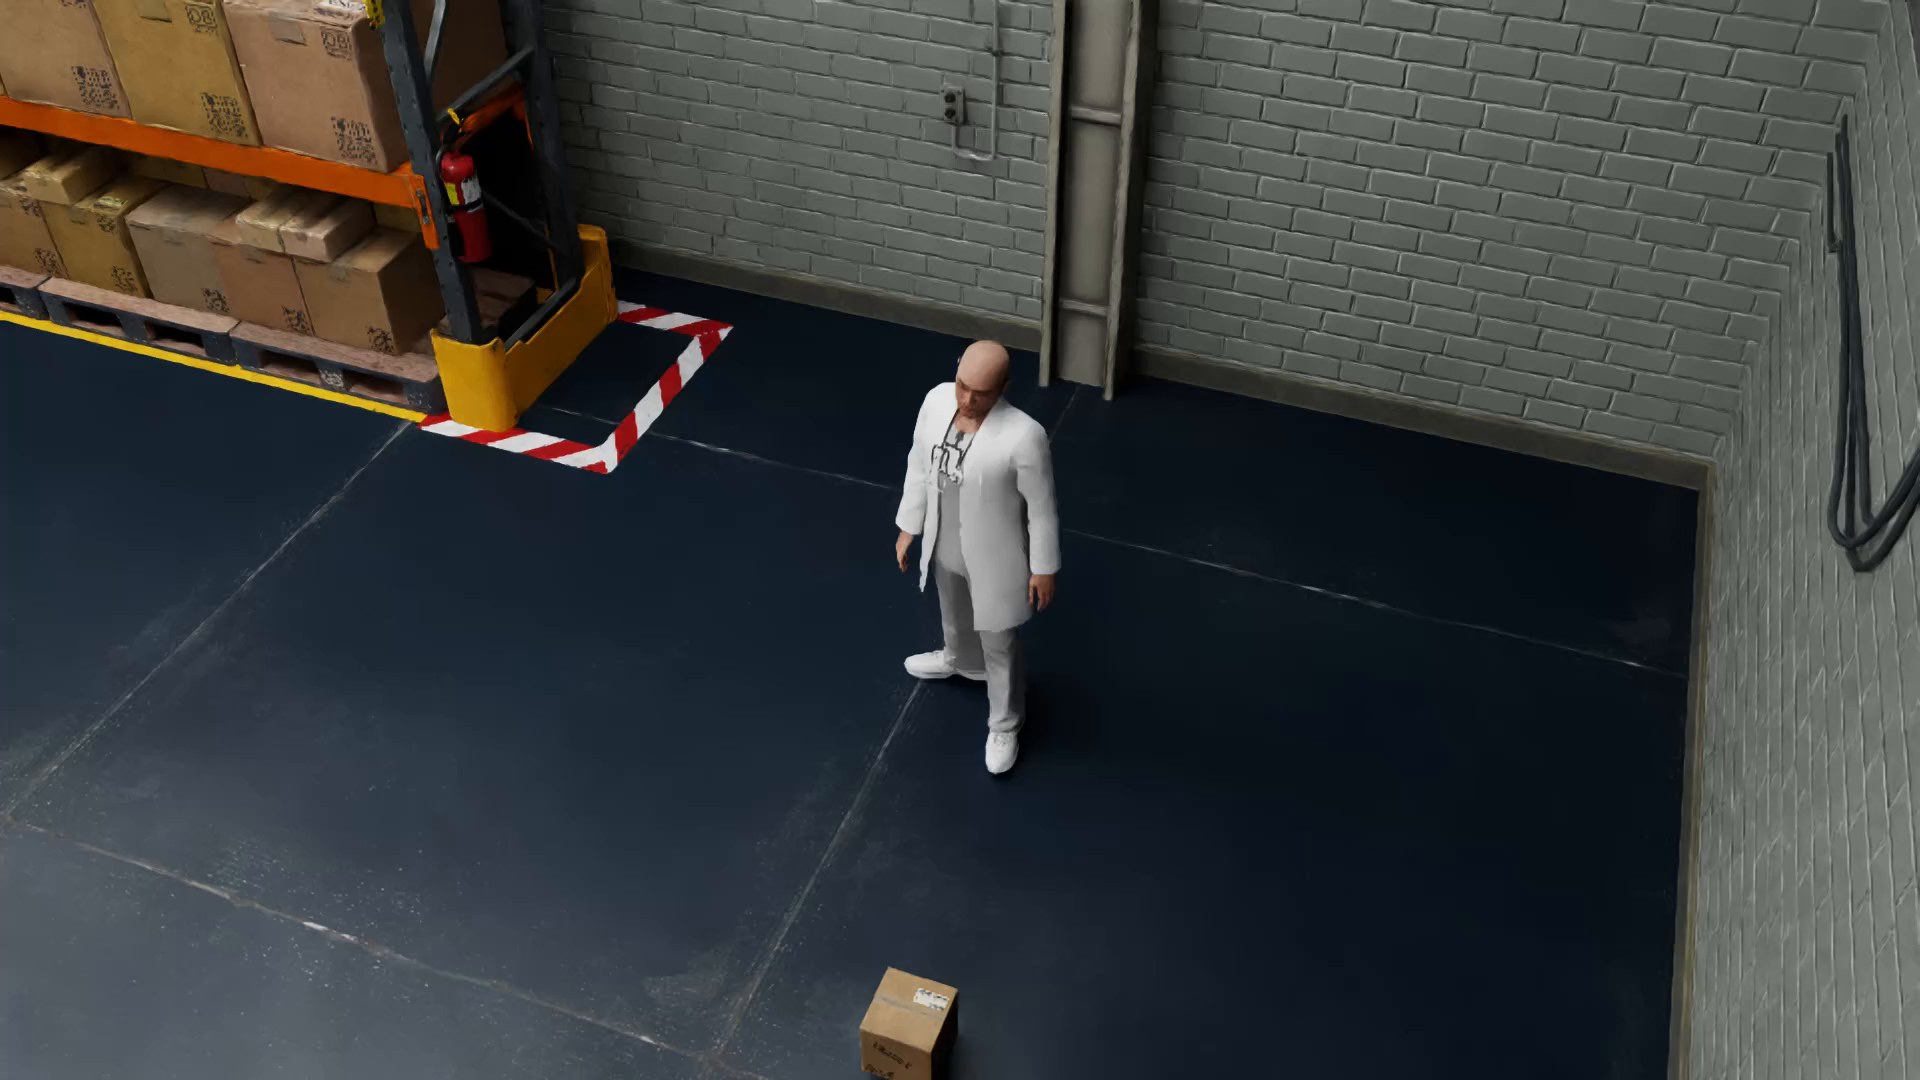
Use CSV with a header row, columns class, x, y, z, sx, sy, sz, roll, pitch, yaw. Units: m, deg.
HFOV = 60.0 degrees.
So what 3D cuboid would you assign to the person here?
class,x,y,z,sx,sy,sz,roll,pitch,yaw
person,0.048,0.011,6.128,0.717,1.785,0.440,31,50,31
